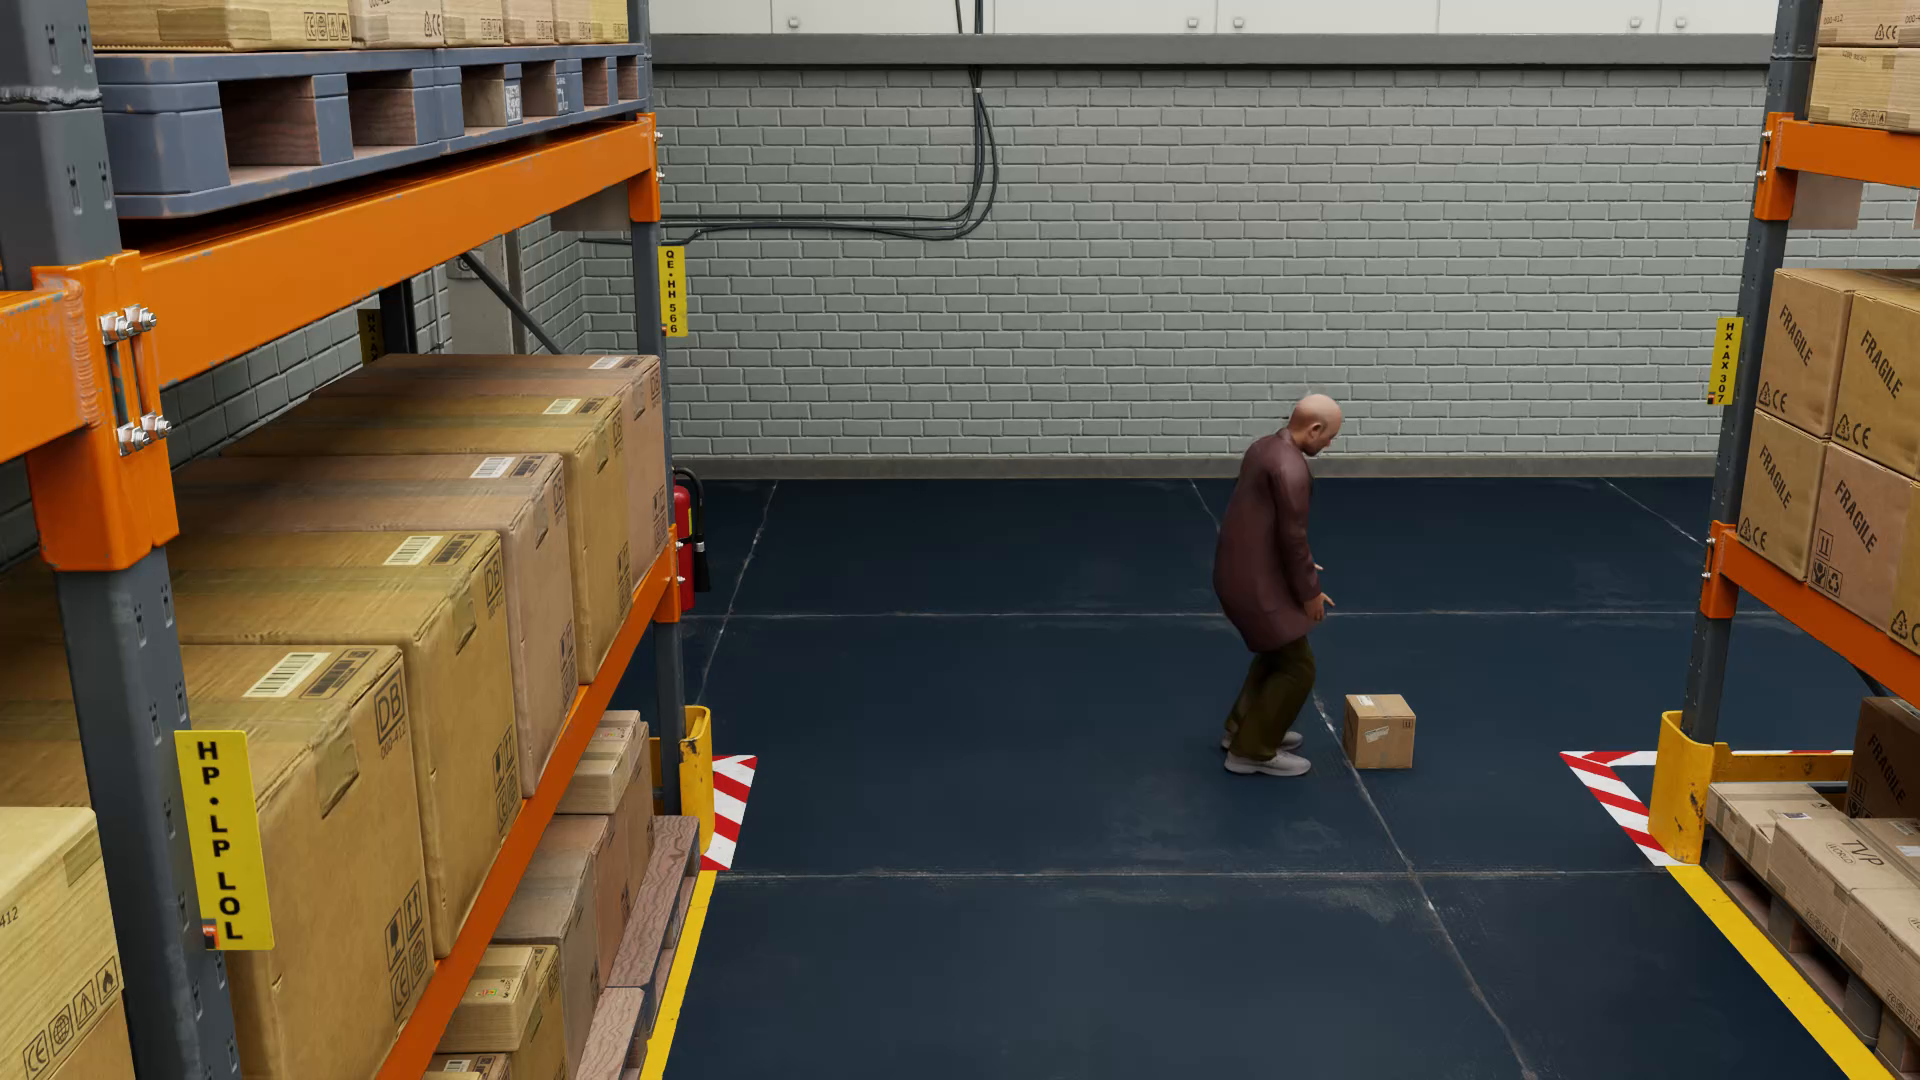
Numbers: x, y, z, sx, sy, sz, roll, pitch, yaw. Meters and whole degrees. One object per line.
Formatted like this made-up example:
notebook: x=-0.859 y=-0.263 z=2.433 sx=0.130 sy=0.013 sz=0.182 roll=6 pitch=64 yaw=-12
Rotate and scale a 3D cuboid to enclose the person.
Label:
person: x=1.354 y=0.180 z=7.207 sx=0.522 sy=1.653 sz=0.611 roll=0 pitch=17 yaw=0
